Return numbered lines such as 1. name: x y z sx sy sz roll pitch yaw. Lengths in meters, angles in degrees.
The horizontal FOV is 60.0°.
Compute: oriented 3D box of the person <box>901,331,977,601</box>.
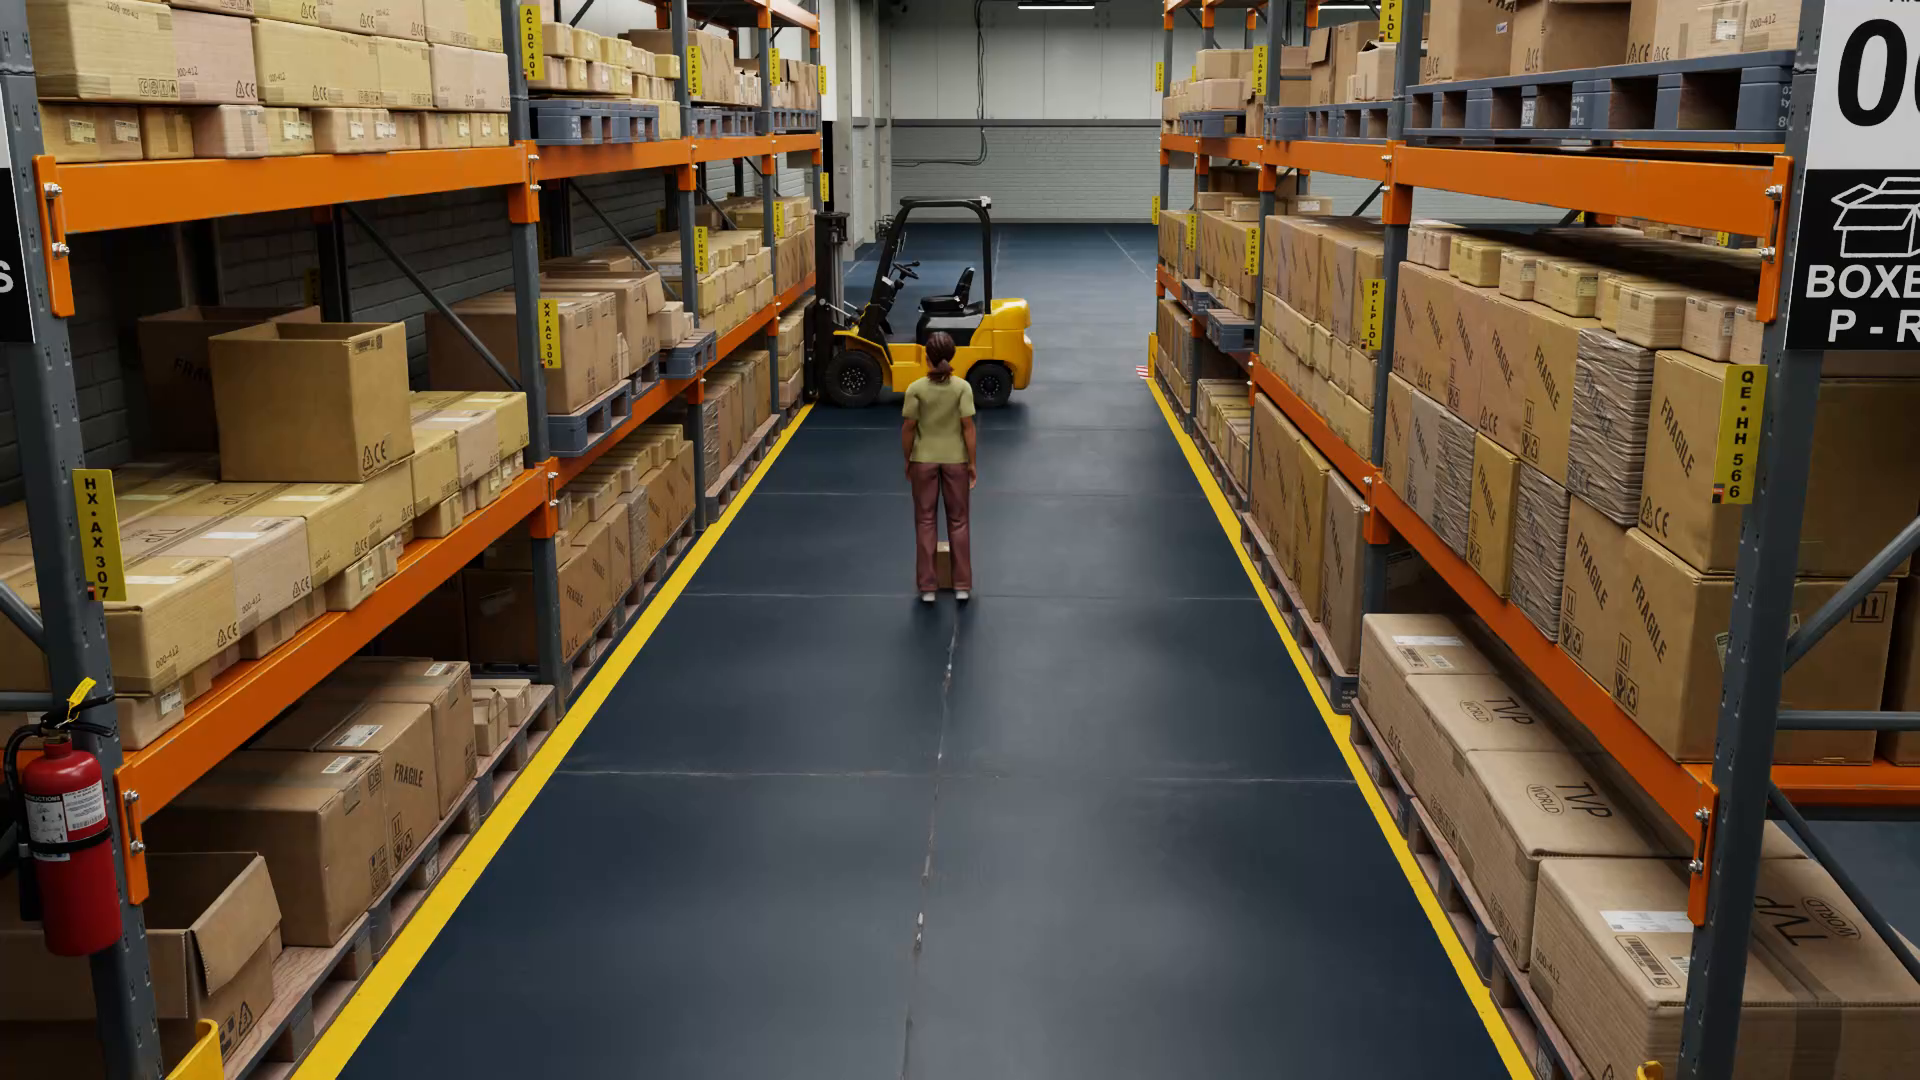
1. person: -0.127 -0.440 10.184 0.461 1.683 0.439 -1 14 -3
